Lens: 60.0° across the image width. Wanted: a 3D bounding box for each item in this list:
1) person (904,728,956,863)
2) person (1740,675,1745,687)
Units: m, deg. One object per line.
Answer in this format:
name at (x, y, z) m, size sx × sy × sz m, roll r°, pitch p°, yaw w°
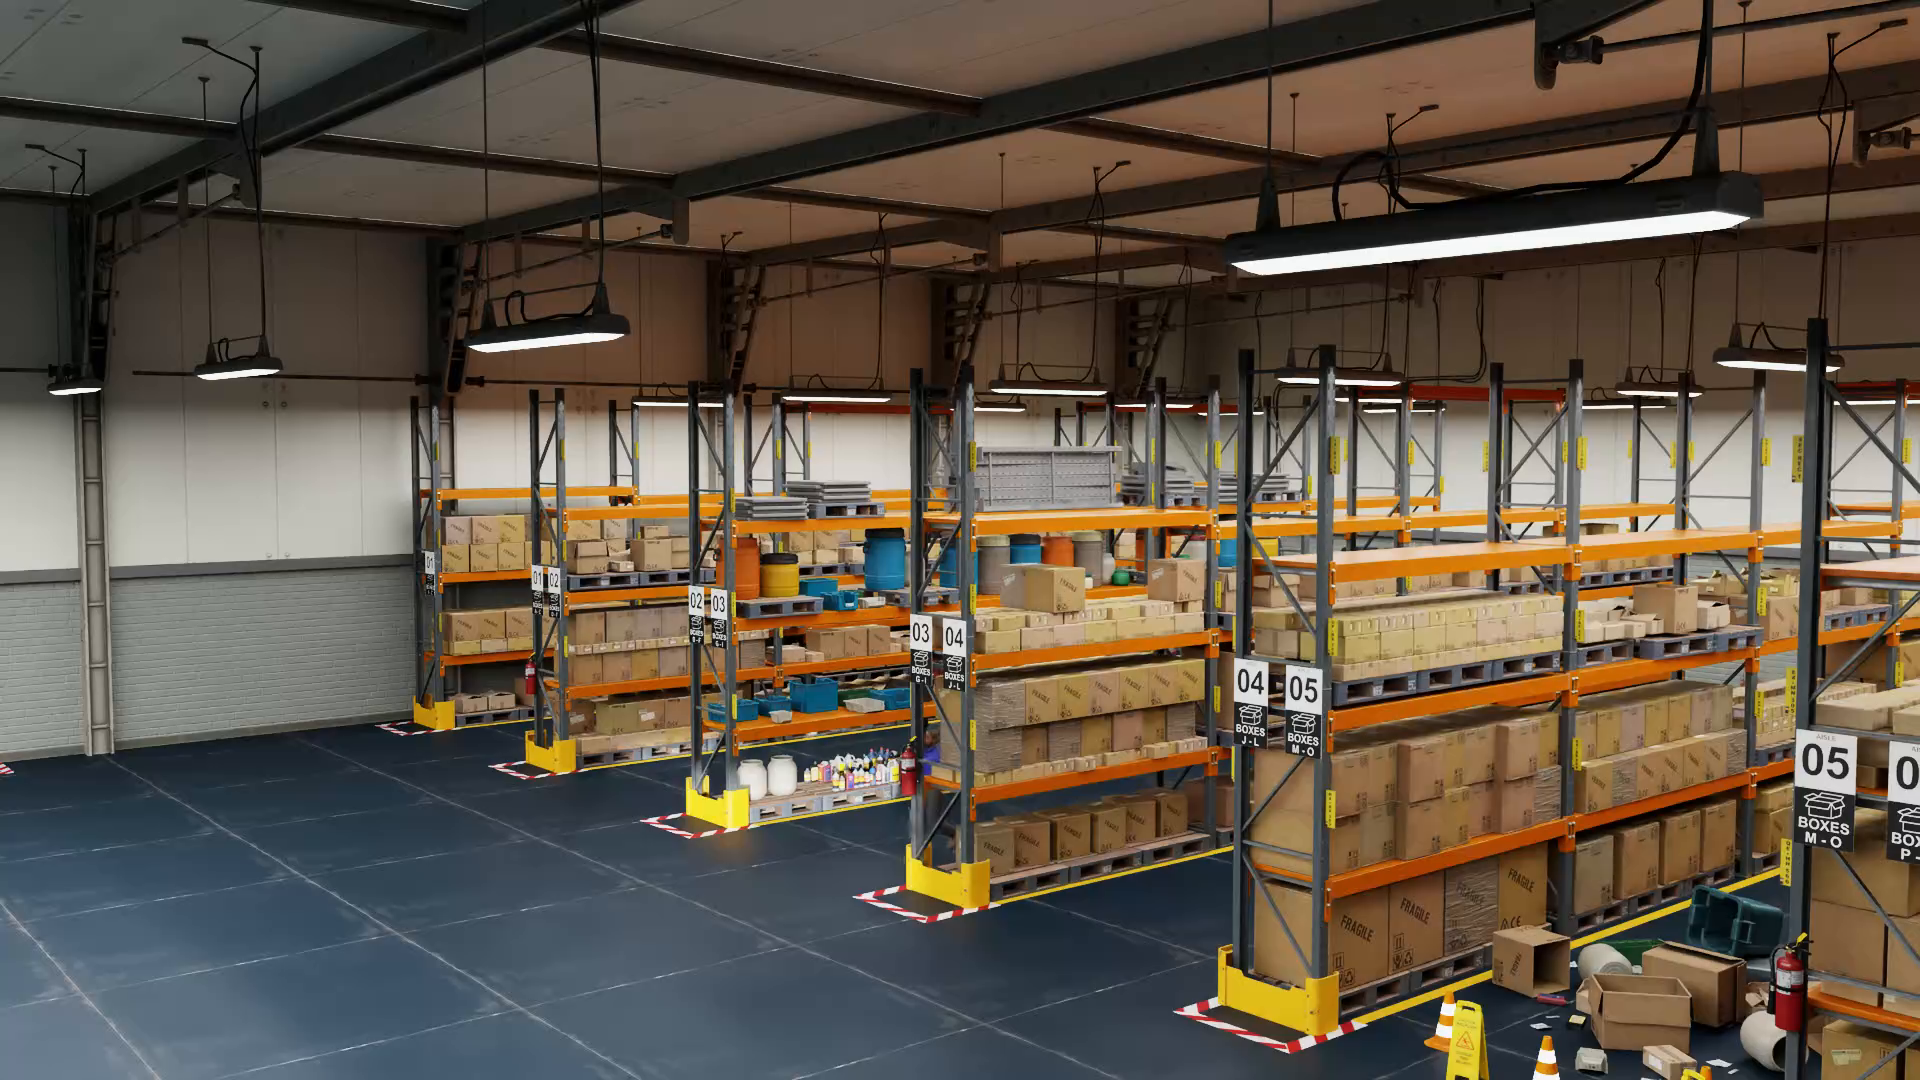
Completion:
person at (-0.375, 3.136, 20.545) m, size 0.815 × 1.623 × 0.588 m, roll -3°, pitch 5°, yaw -43°
person at (11.487, 2.858, 24.331) m, size 0.768 × 1.798 × 0.700 m, roll -3°, pitch 4°, yaw -41°
